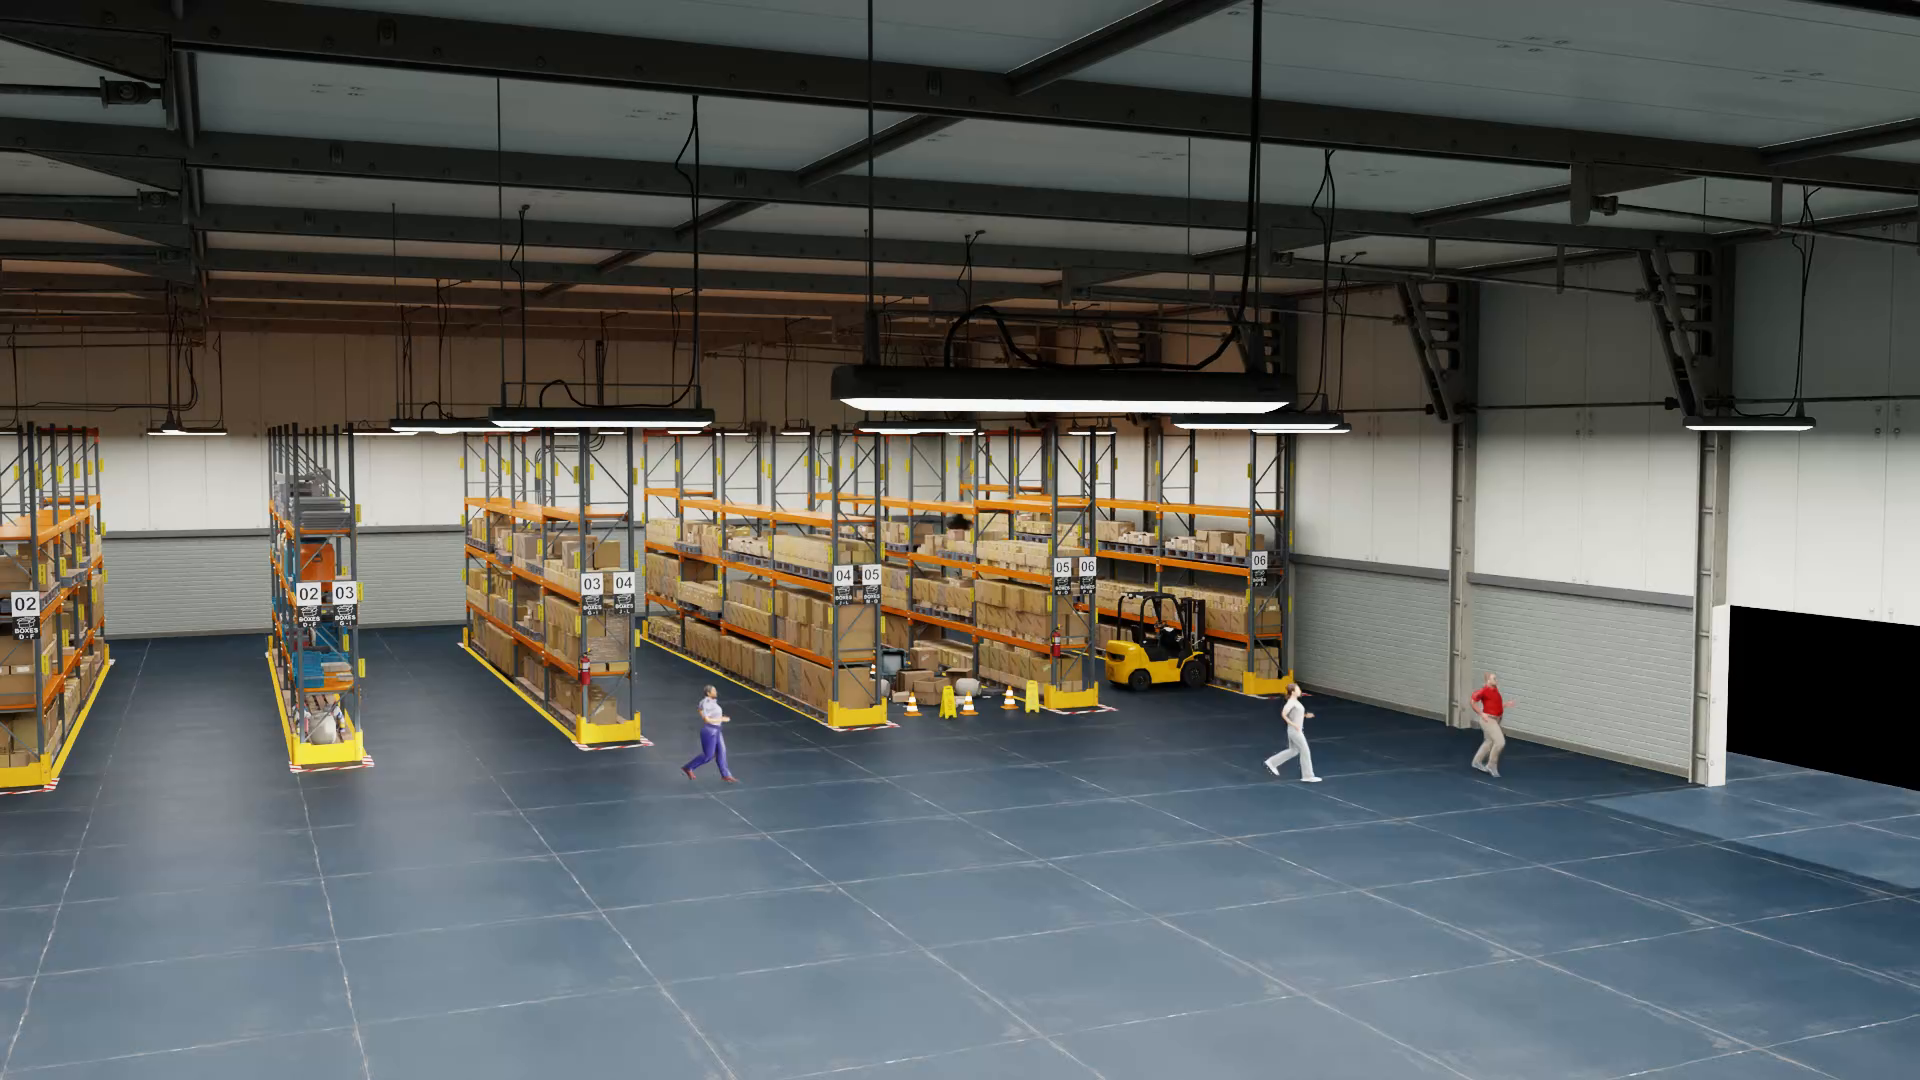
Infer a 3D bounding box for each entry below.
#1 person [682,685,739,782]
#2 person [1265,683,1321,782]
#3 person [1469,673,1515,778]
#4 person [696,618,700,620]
[{"bbox_3d":[-4.119,3.208,27.486,0.904,1.648,0.606,0,3,1],"label":"person"},{"bbox_3d":[5.548,3.191,27.669,0.929,1.645,0.574,1,4,13],"label":"person"},{"bbox_3d":[9.038,3.150,28.248,0.725,1.790,0.637,2,4,35],"label":"person"},{"bbox_3d":[-7.696,1.771,49.854,0.884,1.825,0.672,-2,4,-24],"label":"person"}]
